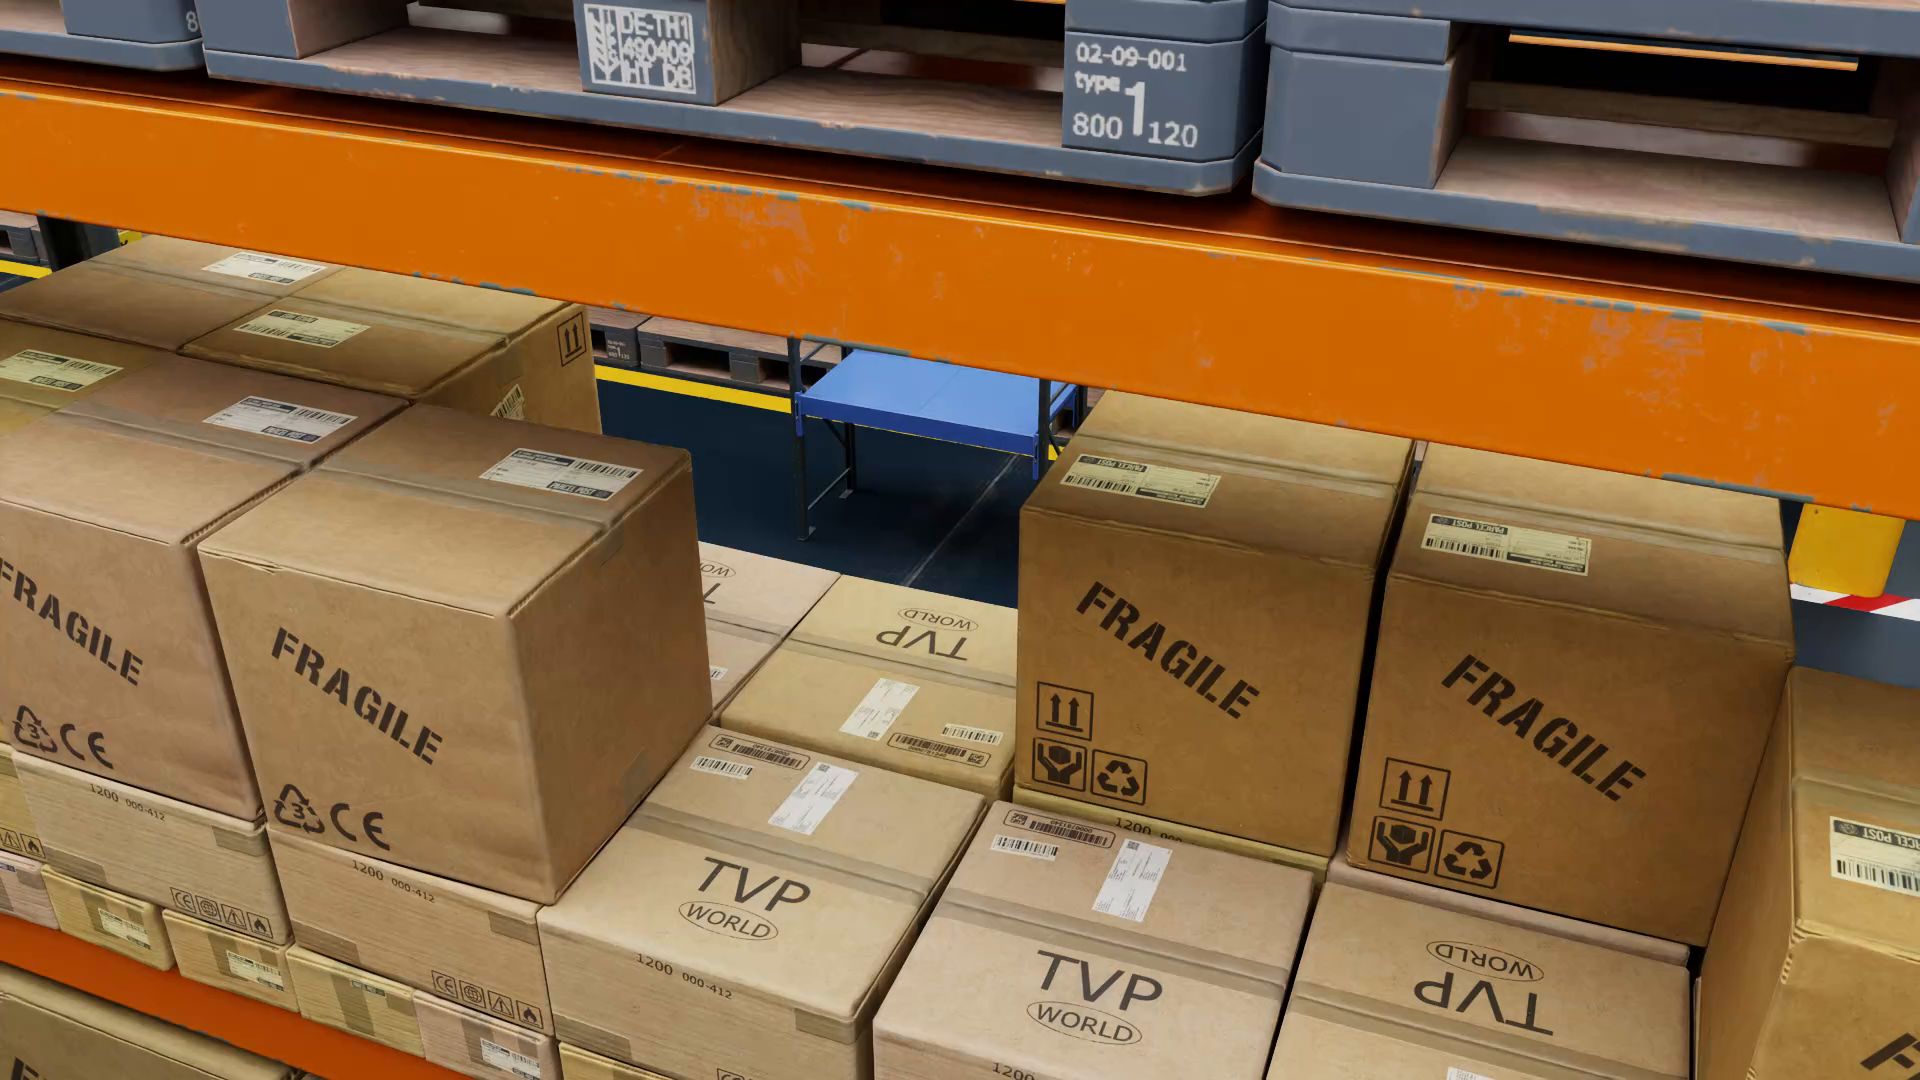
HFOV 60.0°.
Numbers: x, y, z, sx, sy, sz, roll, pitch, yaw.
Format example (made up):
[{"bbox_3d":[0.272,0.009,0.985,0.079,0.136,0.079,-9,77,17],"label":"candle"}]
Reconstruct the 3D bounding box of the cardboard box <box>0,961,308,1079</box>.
[{"bbox_3d":[-1.431,1.048,3.580,0.875,0.875,0.875,11,31,19],"label":"cardboard box"}]

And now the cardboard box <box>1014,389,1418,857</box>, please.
[{"bbox_3d":[0.405,0.099,2.614,0.500,0.500,0.500,10,31,18],"label":"cardboard box"}]

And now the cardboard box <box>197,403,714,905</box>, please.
[{"bbox_3d":[-0.728,0.151,2.523,0.500,0.500,0.500,10,31,18],"label":"cardboard box"}]

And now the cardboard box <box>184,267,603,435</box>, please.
[{"bbox_3d":[-1.024,-0.186,3.118,0.500,0.500,0.500,12,31,20],"label":"cardboard box"}]

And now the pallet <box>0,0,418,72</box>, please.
[{"bbox_3d":[-1.259,-0.964,2.449,1.213,0.211,1.003,11,31,19],"label":"pallet"}]

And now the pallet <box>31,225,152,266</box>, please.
[{"bbox_3d":[-4.561,-1.798,9.717,1.213,0.211,1.003,11,31,19],"label":"pallet"}]

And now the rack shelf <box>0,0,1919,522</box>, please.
[{"bbox_3d":[-0.160,-0.475,2.225,4.000,0.370,1.077,11,31,19],"label":"rack shelf"}]

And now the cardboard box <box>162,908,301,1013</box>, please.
[{"bbox_3d":[-1.132,0.608,2.881,0.250,0.149,0.380,10,31,18],"label":"cardboard box"}]

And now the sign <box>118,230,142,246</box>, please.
[{"bbox_3d":[-1.806,-0.517,3.657,0.005,0.325,0.100,11,31,19],"label":"sign"}]

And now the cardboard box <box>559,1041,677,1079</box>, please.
[{"bbox_3d":[-0.419,0.751,2.629,0.250,0.149,0.380,10,31,18],"label":"cardboard box"}]

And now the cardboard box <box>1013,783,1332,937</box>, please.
[{"bbox_3d":[0.402,0.423,2.803,0.500,0.250,0.500,10,31,17],"label":"cardboard box"}]

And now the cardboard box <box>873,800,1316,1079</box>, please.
[{"bbox_3d":[0.203,0.666,2.373,0.500,0.250,0.500,10,31,17],"label":"cardboard box"}]

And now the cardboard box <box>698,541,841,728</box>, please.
[{"bbox_3d":[-0.552,0.234,3.138,0.500,0.250,0.500,12,32,20],"label":"cardboard box"}]

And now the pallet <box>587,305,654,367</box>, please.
[{"bbox_3d":[-1.985,-1.284,8.807,1.213,0.211,1.003,11,31,19],"label":"pallet"}]

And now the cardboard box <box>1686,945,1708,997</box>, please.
[{"bbox_3d":[1.350,0.611,2.470,0.500,0.250,0.500,10,31,18],"label":"cardboard box"}]

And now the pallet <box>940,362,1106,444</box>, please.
[{"bbox_3d":[0.545,-0.779,7.913,1.213,0.211,1.003,11,31,19],"label":"pallet"}]

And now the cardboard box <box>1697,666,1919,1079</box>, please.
[{"bbox_3d":[1.143,0.526,1.859,0.500,0.500,0.500,12,32,20],"label":"cardboard box"}]

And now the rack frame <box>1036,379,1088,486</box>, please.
[{"bbox_3d":[0.392,-0.575,6.242,0.032,1.500,0.500,11,31,19],"label":"rack frame"}]

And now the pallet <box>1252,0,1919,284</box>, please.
[{"bbox_3d":[1.002,-0.512,1.650,1.213,0.211,1.003,11,31,19],"label":"pallet"}]

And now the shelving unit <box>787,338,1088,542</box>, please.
[{"bbox_3d":[-0.079,-0.669,6.409,1.048,1.500,0.538,11,31,19],"label":"shelving unit"}]

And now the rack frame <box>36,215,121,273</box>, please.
[{"bbox_3d":[-2.013,0.147,3.441,0.127,3.000,1.000,11,31,19],"label":"rack frame"}]

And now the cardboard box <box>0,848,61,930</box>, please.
[{"bbox_3d":[-1.621,0.512,3.052,0.250,0.149,0.380,10,31,17],"label":"cardboard box"}]

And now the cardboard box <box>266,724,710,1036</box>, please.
[{"bbox_3d":[-0.735,0.477,2.708,0.500,0.250,0.500,12,32,20],"label":"cardboard box"}]

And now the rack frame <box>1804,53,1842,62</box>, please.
[{"bbox_3d":[5.422,-3.629,10.122,0.127,3.000,1.000,11,31,19],"label":"rack frame"}]

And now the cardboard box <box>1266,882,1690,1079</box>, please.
[{"bbox_3d":[0.675,0.760,2.207,0.500,0.250,0.500,11,31,18],"label":"cardboard box"}]

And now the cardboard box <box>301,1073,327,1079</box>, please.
[{"bbox_3d":[-0.598,1.214,3.285,0.875,0.875,0.875,11,31,19],"label":"cardboard box"}]

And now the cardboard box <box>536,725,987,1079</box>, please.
[{"bbox_3d":[-0.281,0.572,2.540,0.500,0.250,0.500,11,31,19],"label":"cardboard box"}]

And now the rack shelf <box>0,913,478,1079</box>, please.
[{"bbox_3d":[-0.160,0.830,2.964,4.000,0.370,1.077,11,31,19],"label":"rack shelf"}]

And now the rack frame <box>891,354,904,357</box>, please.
[{"bbox_3d":[-0.151,-2.111,7.437,0.127,3.000,1.000,11,31,19],"label":"rack frame"}]

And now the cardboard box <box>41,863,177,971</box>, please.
[{"bbox_3d":[-1.376,0.560,2.966,0.250,0.149,0.380,12,32,21],"label":"cardboard box"}]

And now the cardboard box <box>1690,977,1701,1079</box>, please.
[{"bbox_3d":[1.145,0.854,2.040,0.500,0.250,0.500,11,31,18],"label":"cardboard box"}]

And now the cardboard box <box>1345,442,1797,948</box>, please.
[{"bbox_3d":[0.887,0.192,2.450,0.500,0.500,0.500,11,31,18],"label":"cardboard box"}]

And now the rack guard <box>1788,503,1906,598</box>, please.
[{"bbox_3d":[3.583,-0.284,6.745,0.348,0.500,1.175,11,31,19],"label":"rack guard"}]

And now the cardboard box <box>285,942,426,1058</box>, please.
[{"bbox_3d":[-0.895,0.655,2.798,0.250,0.149,0.380,11,31,18],"label":"cardboard box"}]

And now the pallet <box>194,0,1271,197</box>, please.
[{"bbox_3d":[-0.132,-0.737,2.048,1.213,0.211,1.003,11,31,19],"label":"pallet"}]

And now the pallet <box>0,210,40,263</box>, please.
[{"bbox_3d":[-5.687,-2.025,10.117,1.213,0.211,1.003,11,31,19],"label":"pallet"}]

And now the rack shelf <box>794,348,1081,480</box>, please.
[{"bbox_3d":[-0.079,-0.512,6.497,1.000,0.185,0.538,11,31,19],"label":"rack shelf"}]

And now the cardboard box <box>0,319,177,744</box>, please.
[{"bbox_3d":[-1.665,-0.038,2.857,0.500,0.500,0.500,11,31,19],"label":"cardboard box"}]

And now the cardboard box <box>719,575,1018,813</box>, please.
[{"bbox_3d":[-0.084,0.329,2.969,0.500,0.250,0.500,11,31,18],"label":"cardboard box"}]

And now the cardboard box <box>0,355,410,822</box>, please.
[{"bbox_3d":[-1.212,0.056,2.690,0.500,0.500,0.500,11,31,19],"label":"cardboard box"}]

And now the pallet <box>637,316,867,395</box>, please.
[{"bbox_3d":[-0.850,-1.059,8.409,1.213,0.211,1.003,11,31,19],"label":"pallet"}]

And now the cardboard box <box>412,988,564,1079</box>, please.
[{"bbox_3d":[-0.663,0.703,2.714,0.250,0.149,0.380,12,32,20],"label":"cardboard box"}]

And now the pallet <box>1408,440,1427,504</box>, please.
[{"bbox_3d":[1.680,-0.554,7.515,1.213,0.211,1.003,11,31,19],"label":"pallet"}]

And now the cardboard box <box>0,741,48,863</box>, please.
[{"bbox_3d":[-1.676,0.289,3.040,0.500,0.250,0.500,11,31,18],"label":"cardboard box"}]

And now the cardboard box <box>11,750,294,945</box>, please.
[{"bbox_3d":[-1.217,0.384,2.873,0.500,0.250,0.500,11,31,19],"label":"cardboard box"}]

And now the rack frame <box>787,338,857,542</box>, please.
[{"bbox_3d":[-0.550,-0.763,6.575,0.032,1.500,0.500,11,31,19],"label":"rack frame"}]

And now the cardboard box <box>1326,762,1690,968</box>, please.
[{"bbox_3d":[0.866,0.518,2.635,0.500,0.250,0.500,11,31,19],"label":"cardboard box"}]

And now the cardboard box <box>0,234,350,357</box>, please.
[{"bbox_3d":[-1.486,-0.280,3.286,0.500,0.500,0.500,12,32,21],"label":"cardboard box"}]
